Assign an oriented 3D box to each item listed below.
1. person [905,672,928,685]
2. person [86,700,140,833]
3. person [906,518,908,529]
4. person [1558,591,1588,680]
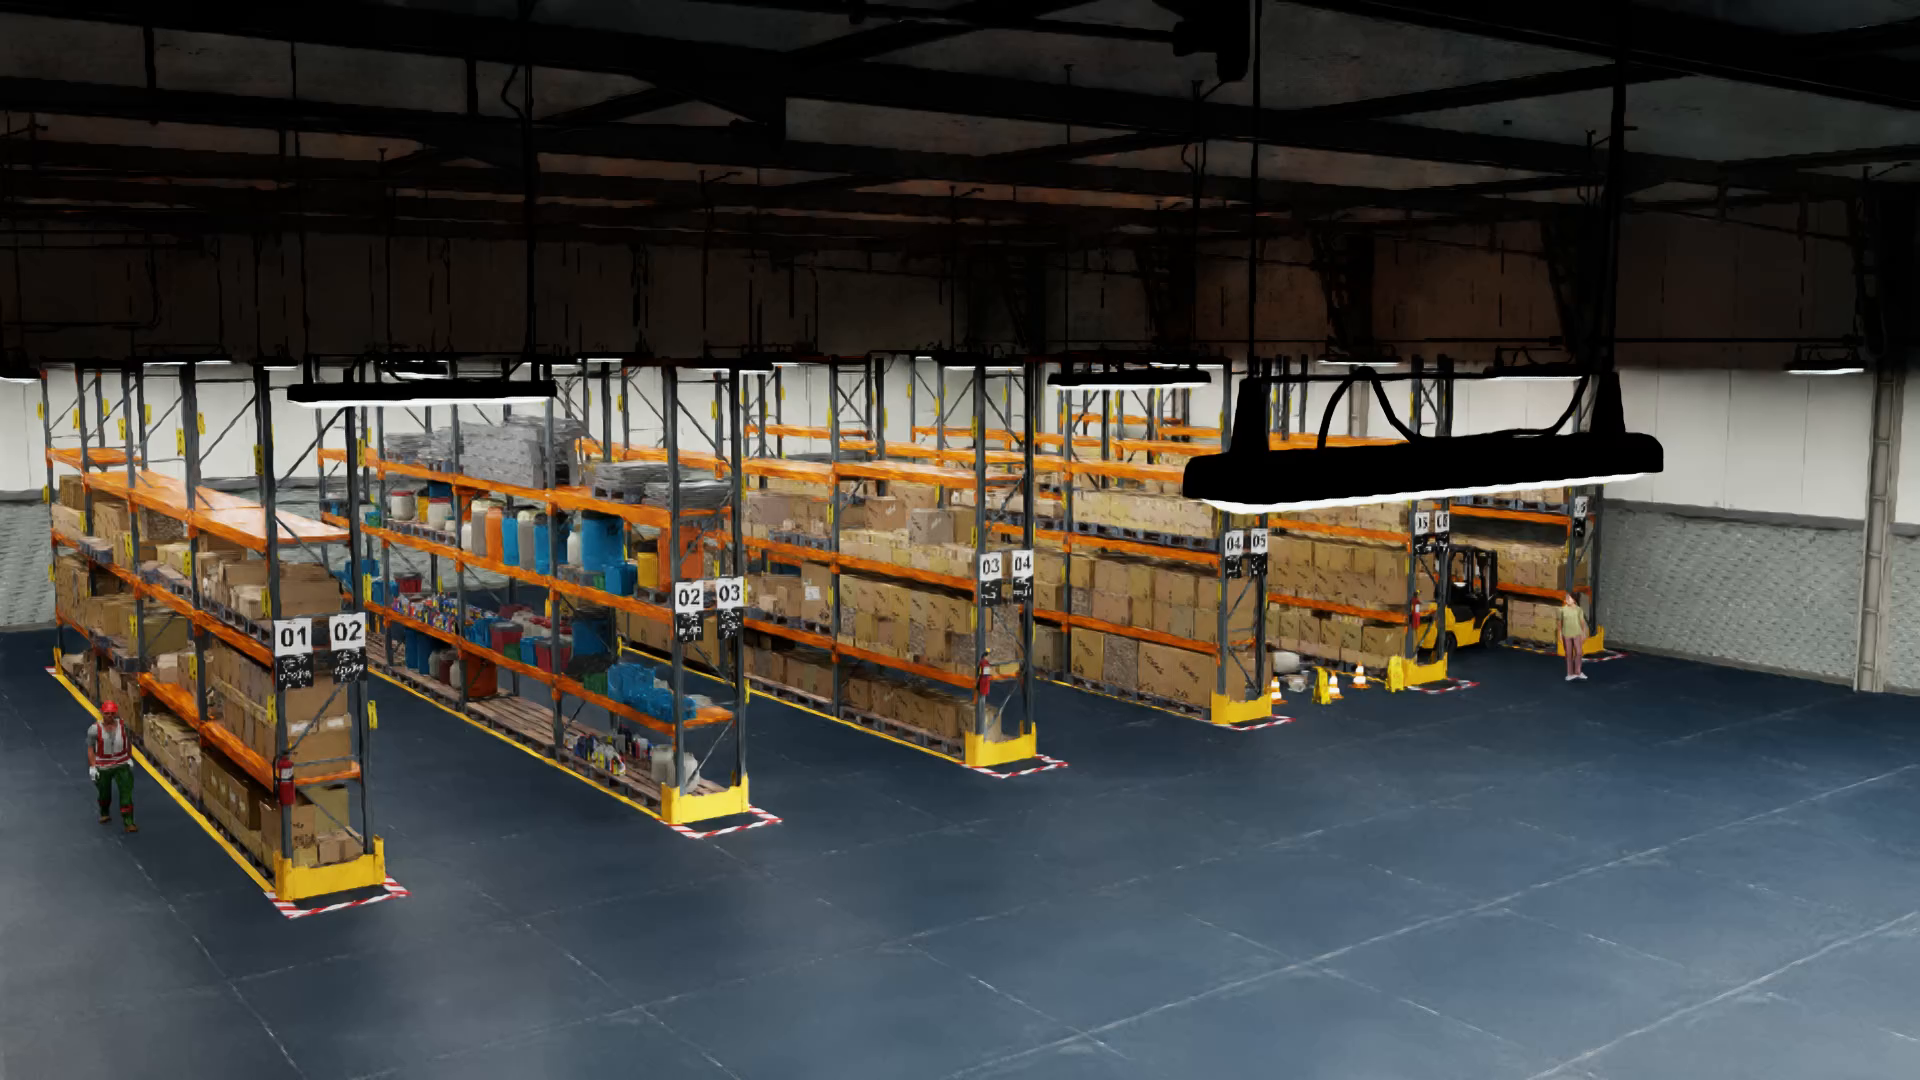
[{"bbox_3d":[-0.729,1.881,30.485,0.580,1.618,0.507,-5,9,-37],"label":"person"},{"bbox_3d":[-10.952,2.897,21.469,0.553,1.709,1.123,-5,8,-34],"label":"person"},{"bbox_3d":[-1.518,-0.185,47.523,0.616,1.649,0.478,2,7,19],"label":"person"},{"bbox_3d":[11.438,1.777,30.997,0.563,1.666,0.373,3,8,24],"label":"person"}]
